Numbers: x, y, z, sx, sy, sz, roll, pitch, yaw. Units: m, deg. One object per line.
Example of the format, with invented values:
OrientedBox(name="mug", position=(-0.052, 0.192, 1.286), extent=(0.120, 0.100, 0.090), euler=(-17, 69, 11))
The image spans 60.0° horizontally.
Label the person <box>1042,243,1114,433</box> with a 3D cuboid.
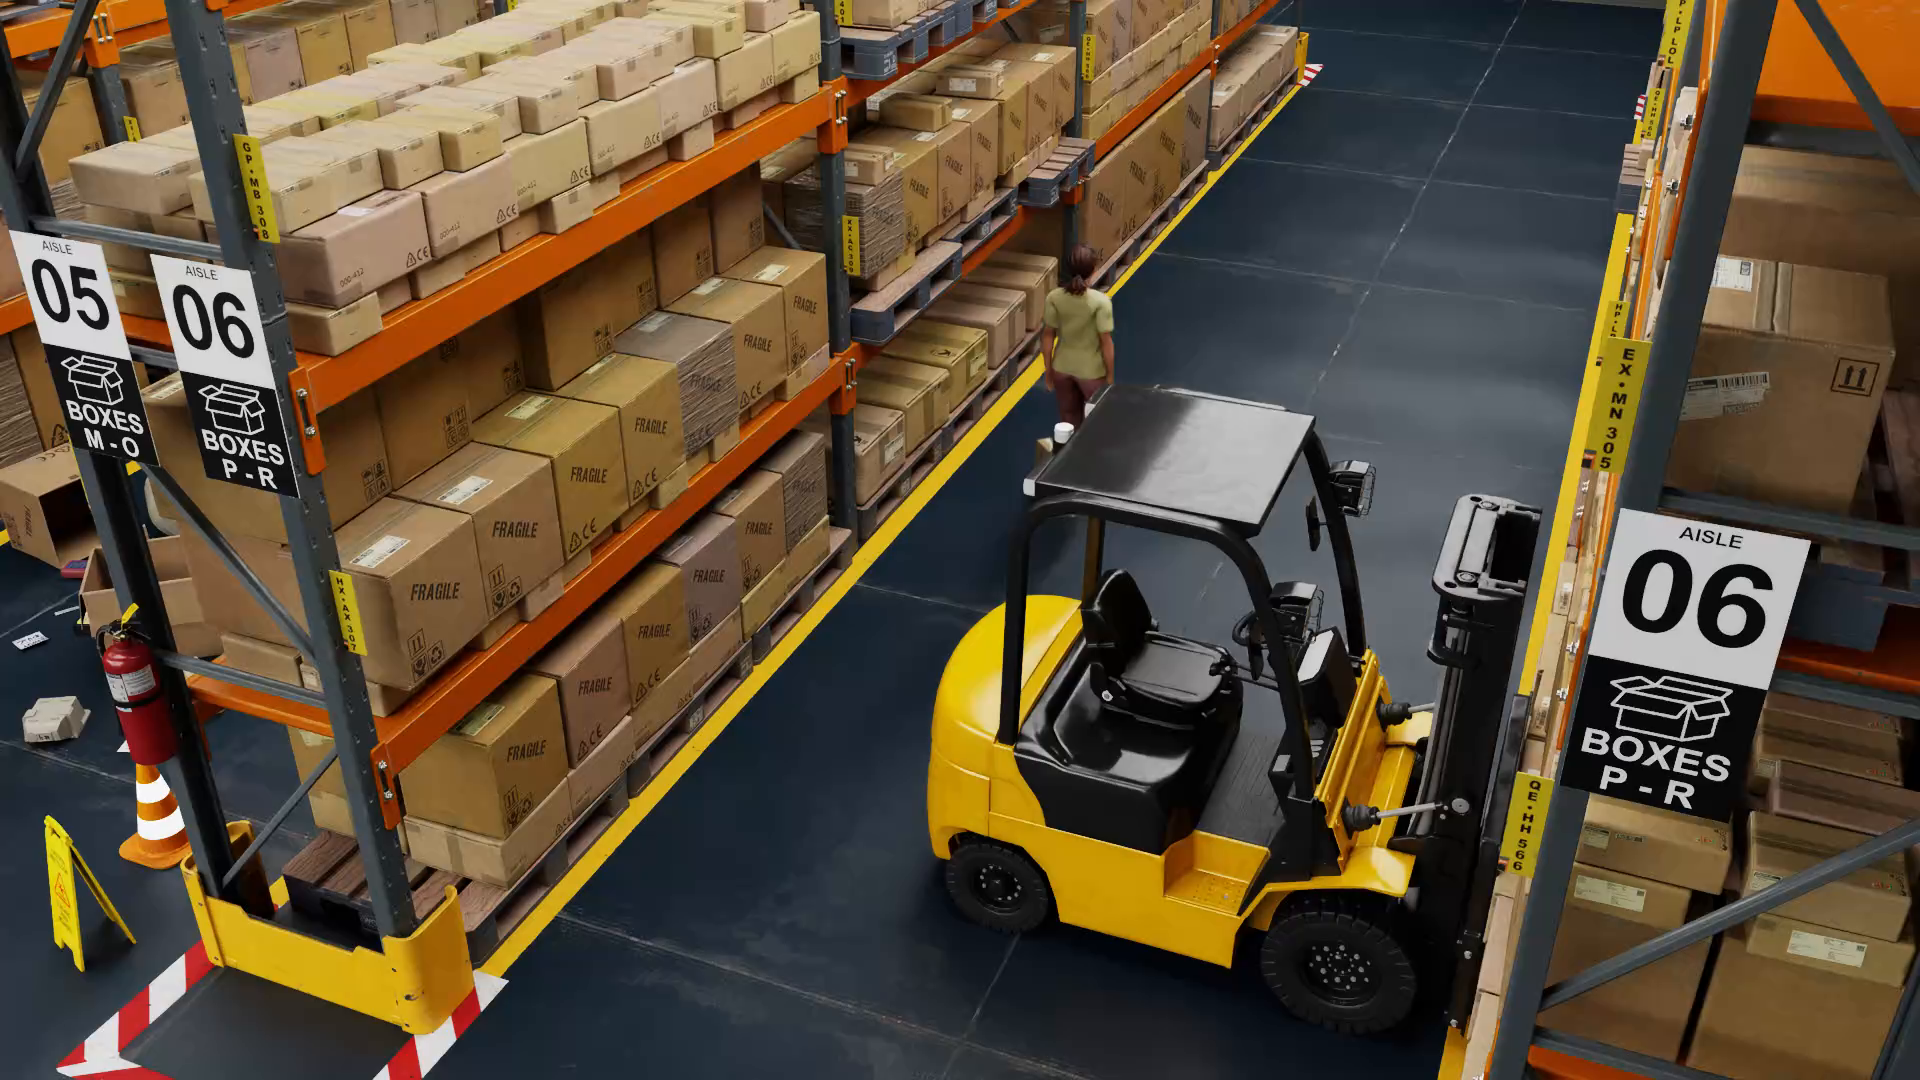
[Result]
OrientedBox(name="person", position=(0.722, -1.001, 10.095), extent=(0.467, 1.662, 0.532), euler=(13, 32, 21))
